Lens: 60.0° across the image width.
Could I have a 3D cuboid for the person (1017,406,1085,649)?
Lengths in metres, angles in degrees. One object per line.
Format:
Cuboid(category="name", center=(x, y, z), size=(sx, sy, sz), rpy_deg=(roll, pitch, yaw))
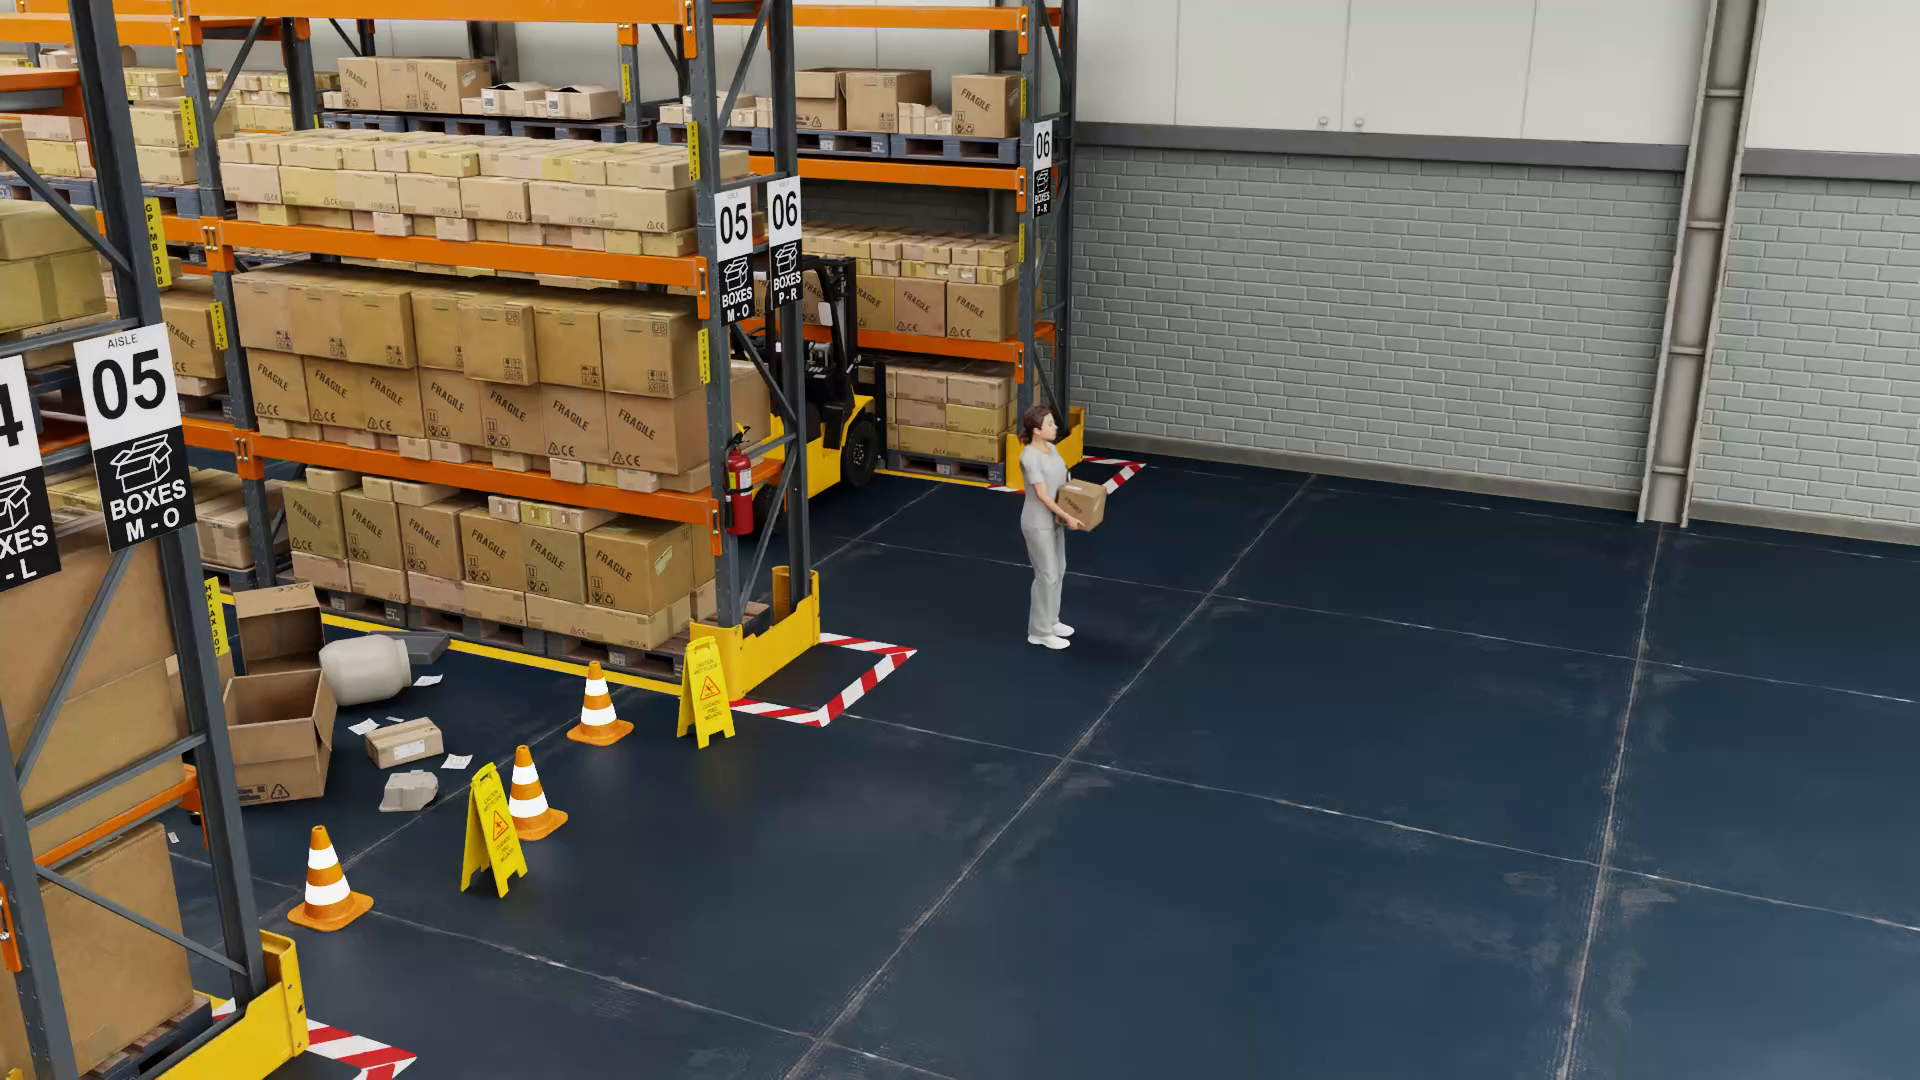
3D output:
Cuboid(category="person", center=(0.638, -0.091, 11.350), size=(0.558, 1.664, 0.436), rpy_deg=(9, 21, 24))
